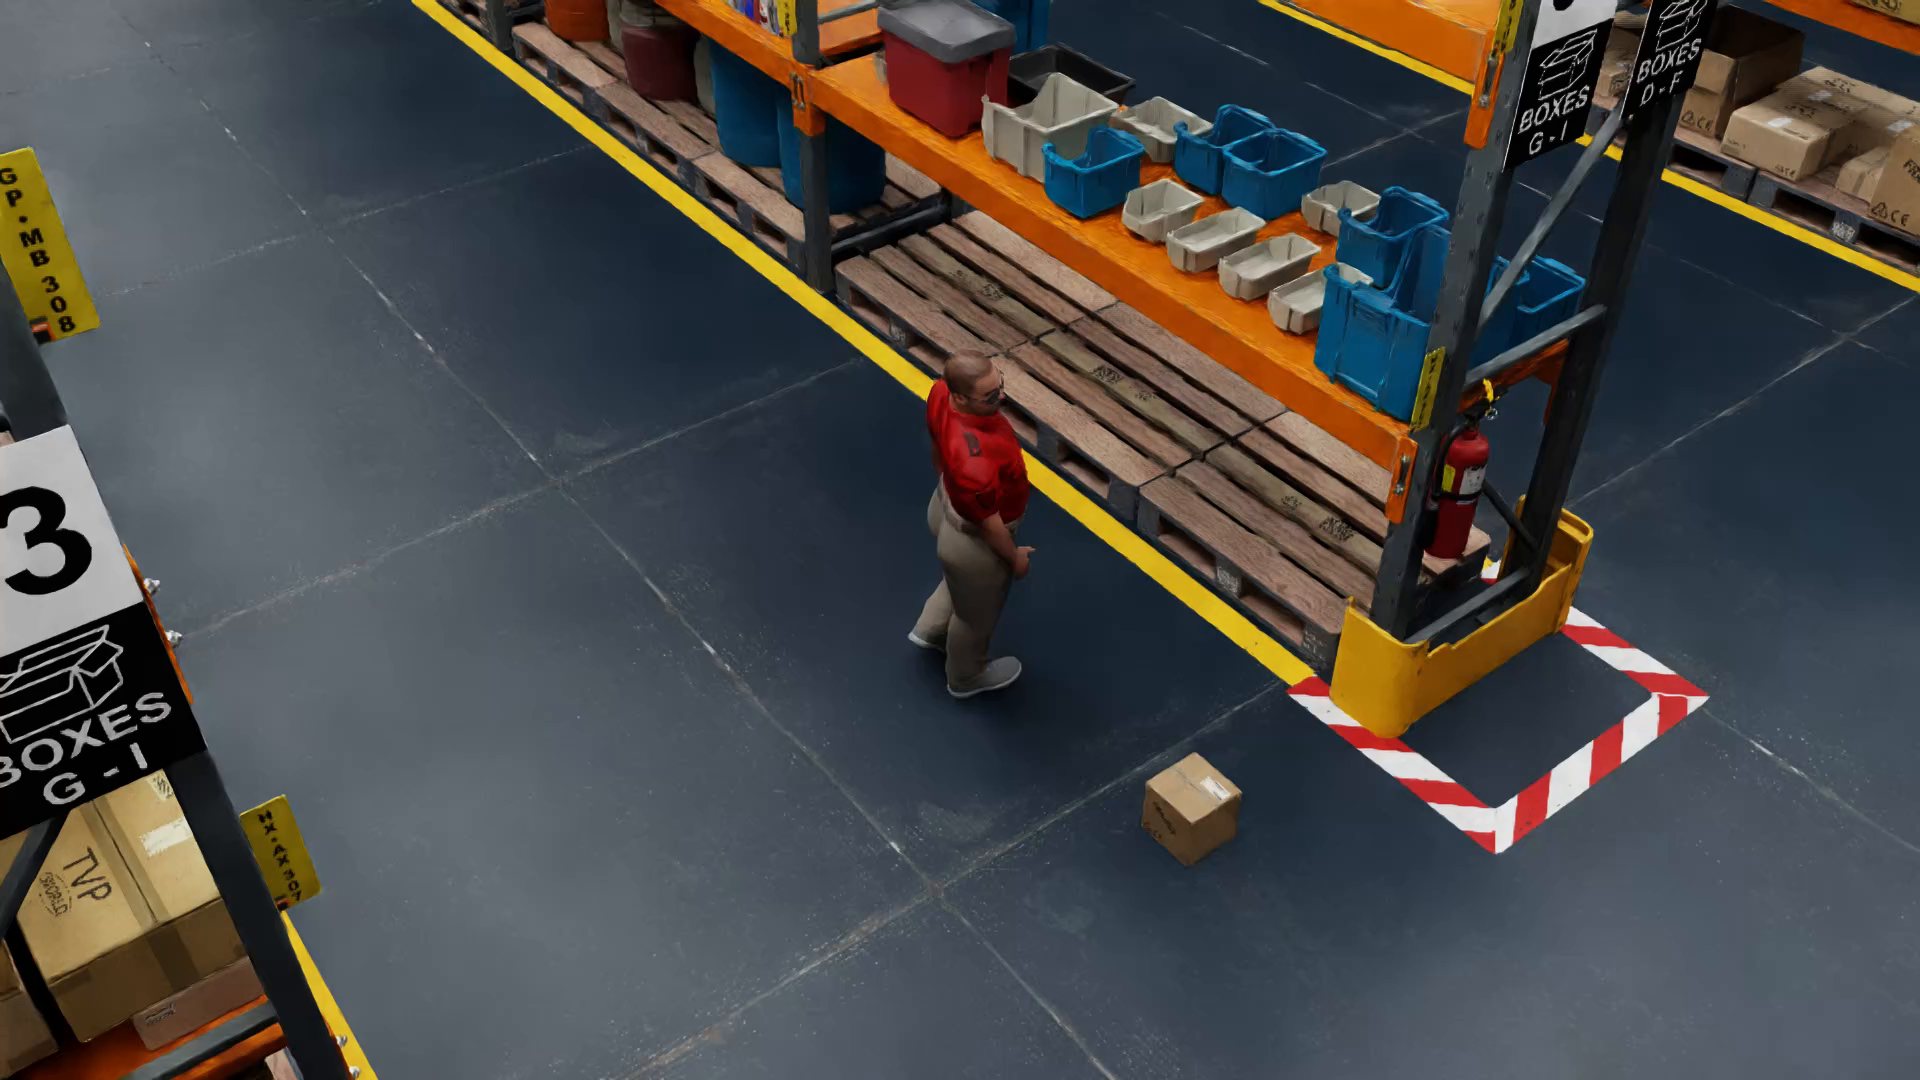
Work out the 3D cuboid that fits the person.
[{"bbox_3d":[0.045,-0.046,6.237,0.445,1.738,0.648,-9,41,-11],"label":"person"}]
